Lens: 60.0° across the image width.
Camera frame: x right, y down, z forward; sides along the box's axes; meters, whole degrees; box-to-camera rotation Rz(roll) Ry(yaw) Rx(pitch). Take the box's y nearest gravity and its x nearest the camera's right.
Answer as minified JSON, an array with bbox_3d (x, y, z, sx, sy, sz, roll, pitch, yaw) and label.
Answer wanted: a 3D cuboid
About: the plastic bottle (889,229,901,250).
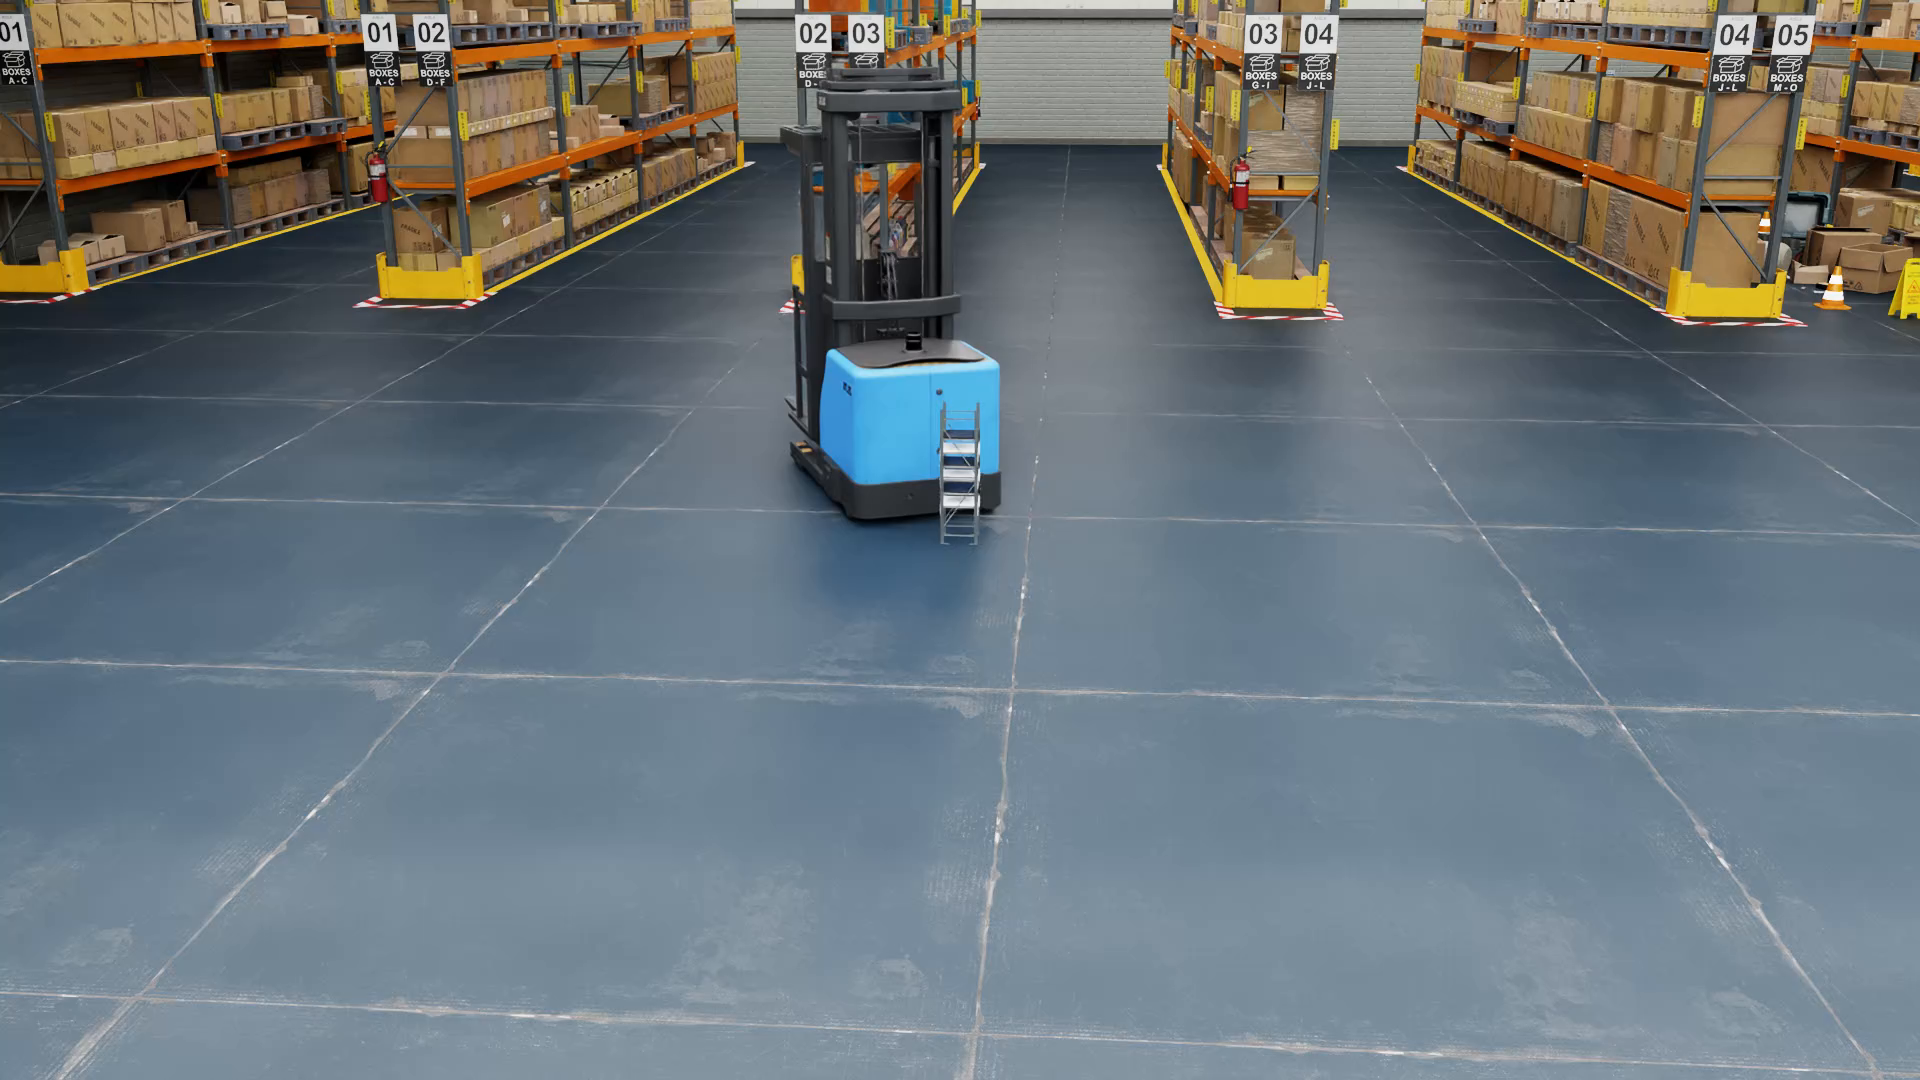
[{"bbox_3d":[-0.851,-3.958,21.854,0.152,0.276,0.135,2,18,5],"label":"plastic bottle"}]

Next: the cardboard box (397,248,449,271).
[{"bbox_3d":[-6.523,-3.396,20.211,0.500,0.250,0.500,1,18,4],"label":"cardboard box"}]

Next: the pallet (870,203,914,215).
[{"bbox_3d":[-0.848,-5.138,26.264,1.003,0.211,1.213,1,18,4],"label":"pallet"}]

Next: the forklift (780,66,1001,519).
[{"bbox_3d":[-0.660,-1.952,12.174,1.130,2.935,3.031,-6,19,-17],"label":"forklift"}]

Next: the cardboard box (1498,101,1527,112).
[{"bbox_3d":[8.708,-6.835,26.217,0.380,0.149,0.250,2,18,5],"label":"cardboard box"}]

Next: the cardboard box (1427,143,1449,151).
[{"bbox_3d":[9.343,-7.665,32.445,0.380,0.149,0.250,0,18,1],"label":"cardboard box"}]

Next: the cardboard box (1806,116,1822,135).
[{"bbox_3d":[13.870,-6.622,26.555,0.500,0.250,0.500,2,18,5],"label":"cardboard box"}]

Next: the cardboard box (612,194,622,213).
[{"bbox_3d":[-5.561,-5.222,25.785,0.500,0.250,0.500,2,18,5],"label":"cardboard box"}]

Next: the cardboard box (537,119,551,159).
[{"bbox_3d":[-6.006,-5.482,22.675,0.700,0.500,0.500,1,18,2],"label":"cardboard box"}]

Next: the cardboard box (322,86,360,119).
[{"bbox_3d":[-10.345,-7.267,27.615,0.500,0.500,0.500,2,18,6],"label":"cardboard box"}]

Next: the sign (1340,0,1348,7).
[{"bbox_3d":[4.155,-5.936,18.002,0.100,0.325,0.005,1,18,4],"label":"sign"}]

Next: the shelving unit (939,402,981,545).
[{"bbox_3d":[0.001,-0.430,10.791,0.258,0.900,0.210,1,18,4],"label":"shelving unit"}]

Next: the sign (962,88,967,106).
[{"bbox_3d":[0.082,-8.064,30.271,0.100,0.325,0.005,1,18,4],"label":"sign"}]

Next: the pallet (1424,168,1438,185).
[{"bbox_3d":[9.511,-6.957,31.815,1.003,0.211,1.213,1,18,4],"label":"pallet"}]

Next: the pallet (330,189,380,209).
[{"bbox_3d":[-10.503,-5.842,28.413,1.003,0.211,1.213,1,18,4],"label":"pallet"}]

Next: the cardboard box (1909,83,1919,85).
[{"bbox_3d":[14.290,-6.451,24.481,0.500,0.500,0.500,1,18,3],"label":"cardboard box"}]

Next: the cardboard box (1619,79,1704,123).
[{"bbox_3d":[8.856,-5.505,20.931,0.875,0.550,0.550,1,18,4],"label":"cardboard box"}]

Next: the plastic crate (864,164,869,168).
[{"bbox_3d":[-1.419,-4.944,21.536,0.450,0.188,0.662,1,18,4],"label":"plastic crate"}]

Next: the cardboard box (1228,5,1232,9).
[{"bbox_3d":[3.868,-7.205,22.819,0.396,0.266,0.258,2,18,6],"label":"cardboard box"}]

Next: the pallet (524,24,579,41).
[{"bbox_3d":[-5.930,-7.181,23.511,0.805,0.209,1.217,1,18,2],"label":"pallet"}]

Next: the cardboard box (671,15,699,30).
[{"bbox_3d":[-5.125,-9.557,30.694,0.500,0.250,0.500,1,18,4],"label":"cardboard box"}]

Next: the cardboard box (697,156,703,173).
[{"bbox_3d":[-5.161,-7.114,31.427,0.500,0.311,0.500,1,18,4],"label":"cardboard box"}]

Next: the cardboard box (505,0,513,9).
[{"bbox_3d":[-6.280,-7.161,22.082,0.500,0.500,0.500,3,18,8],"label":"cardboard box"}]

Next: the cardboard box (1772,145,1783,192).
[{"bbox_3d":[14.336,-6.328,28.156,0.875,0.875,0.875,2,18,6],"label":"cardboard box"}]

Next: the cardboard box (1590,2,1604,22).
[{"bbox_3d":[8.731,-7.032,22.155,0.500,0.250,0.500,1,18,5],"label":"cardboard box"}]

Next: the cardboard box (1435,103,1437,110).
[{"bbox_3d":[9.329,-8.317,31.890,0.380,0.149,0.250,1,18,3],"label":"cardboard box"}]

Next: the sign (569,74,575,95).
[{"bbox_3d":[-6.236,-7.336,26.763,0.100,0.325,0.005,1,18,4],"label":"sign"}]

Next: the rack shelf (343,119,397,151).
[{"bbox_3d":[-10.491,-7.203,29.244,1.077,0.370,4.000,1,18,4],"label":"rack shelf"}]

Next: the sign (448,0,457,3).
[{"bbox_3d":[-5.714,-6.194,18.661,0.100,0.325,0.005,1,18,4],"label":"sign"}]

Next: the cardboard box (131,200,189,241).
[{"bbox_3d":[-10.956,-4.380,22.779,0.500,0.500,0.500,0,18,0],"label":"cardboard box"}]

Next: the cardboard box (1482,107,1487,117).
[{"bbox_3d":[8.781,-7.012,27.233,0.380,0.149,0.250,0,18,1],"label":"cardboard box"}]

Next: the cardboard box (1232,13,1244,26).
[{"bbox_3d":[3.423,-6.148,19.653,0.380,0.149,0.250,0,18,1],"label":"cardboard box"}]

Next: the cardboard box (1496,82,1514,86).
[{"bbox_3d":[9.580,-7.926,29.069,0.380,0.149,0.250,2,18,6],"label":"cardboard box"}]

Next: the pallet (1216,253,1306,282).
[{"bbox_3d":[3.802,-3.436,21.069,1.003,0.211,1.213,1,18,4],"label":"pallet"}]

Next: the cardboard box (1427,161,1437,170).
[{"bbox_3d":[9.240,-7.230,32.074,0.380,0.149,0.250,0,18,1],"label":"cardboard box"}]

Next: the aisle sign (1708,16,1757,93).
[{"bbox_3d":[8.249,-5.186,17.756,0.394,0.787,0.004,1,18,4],"label":"aisle sign"}]

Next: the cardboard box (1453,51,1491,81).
[{"bbox_3d":[9.178,-8.508,29.828,0.500,0.500,0.500,1,18,2],"label":"cardboard box"}]

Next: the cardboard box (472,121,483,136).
[{"bbox_3d":[-5.989,-4.962,20.047,0.380,0.149,0.250,1,18,4],"label":"cardboard box"}]

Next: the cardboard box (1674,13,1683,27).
[{"bbox_3d":[8.294,-5.866,18.759,0.380,0.149,0.250,1,18,4],"label":"cardboard box"}]

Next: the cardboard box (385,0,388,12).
[{"bbox_3d":[-10.521,-9.577,29.650,0.700,0.500,0.500,0,18,1],"label":"cardboard box"}]

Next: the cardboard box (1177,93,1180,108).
[{"bbox_3d":[4.244,-8.048,30.429,0.500,0.250,0.500,1,18,3],"label":"cardboard box"}]

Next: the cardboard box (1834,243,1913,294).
[{"bbox_3d":[11.099,-3.302,20.192,0.797,0.503,0.637,-13,22,-34],"label":"cardboard box"}]

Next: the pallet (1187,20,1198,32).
[{"bbox_3d":[4.257,-8.476,27.461,1.003,0.211,1.213,2,18,6],"label":"pallet"}]

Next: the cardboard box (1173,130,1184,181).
[{"bbox_3d":[4.448,-6.825,29.673,1.225,0.875,0.875,1,18,4],"label":"cardboard box"}]

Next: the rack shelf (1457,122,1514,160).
[{"bbox_3d":[9.270,-6.729,27.798,1.077,0.370,4.000,1,18,4],"label":"rack shelf"}]

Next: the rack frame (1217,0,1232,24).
[{"bbox_3d":[3.900,-8.201,21.499,1.000,3.000,0.127,1,18,4],"label":"rack frame"}]

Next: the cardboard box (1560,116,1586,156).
[{"bbox_3d":[8.647,-5.580,22.975,0.500,0.500,0.500,1,18,3],"label":"cardboard box"}]

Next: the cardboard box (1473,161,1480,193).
[{"bbox_3d":[9.036,-6.153,28.224,0.500,0.500,0.500,2,18,5],"label":"cardboard box"}]

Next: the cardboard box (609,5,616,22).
[{"bbox_3d":[-5.670,-8.226,25.960,0.500,0.250,0.500,0,18,0],"label":"cardboard box"}]

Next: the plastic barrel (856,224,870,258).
[{"bbox_3d":[-1.320,-3.597,20.405,0.421,0.512,0.421,0,18,0],"label":"plastic barrel"}]

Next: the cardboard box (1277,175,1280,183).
[{"bbox_3d":[3.939,-4.304,19.645,0.380,0.149,0.250,1,18,4],"label":"cardboard box"}]

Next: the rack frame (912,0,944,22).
[{"bbox_3d":[-0.753,-9.554,25.628,1.000,3.000,0.127,1,18,4],"label":"rack frame"}]

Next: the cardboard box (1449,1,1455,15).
[{"bbox_3d":[9.275,-9.757,30.502,0.500,0.250,0.500,2,18,6],"label":"cardboard box"}]

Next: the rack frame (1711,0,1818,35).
[{"bbox_3d":[8.553,-6.816,17.274,1.000,3.000,0.127,1,18,4],"label":"rack frame"}]

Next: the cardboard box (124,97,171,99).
[{"bbox_3d":[-11.164,-5.835,22.917,0.500,0.500,0.500,1,18,3],"label":"cardboard box"}]
